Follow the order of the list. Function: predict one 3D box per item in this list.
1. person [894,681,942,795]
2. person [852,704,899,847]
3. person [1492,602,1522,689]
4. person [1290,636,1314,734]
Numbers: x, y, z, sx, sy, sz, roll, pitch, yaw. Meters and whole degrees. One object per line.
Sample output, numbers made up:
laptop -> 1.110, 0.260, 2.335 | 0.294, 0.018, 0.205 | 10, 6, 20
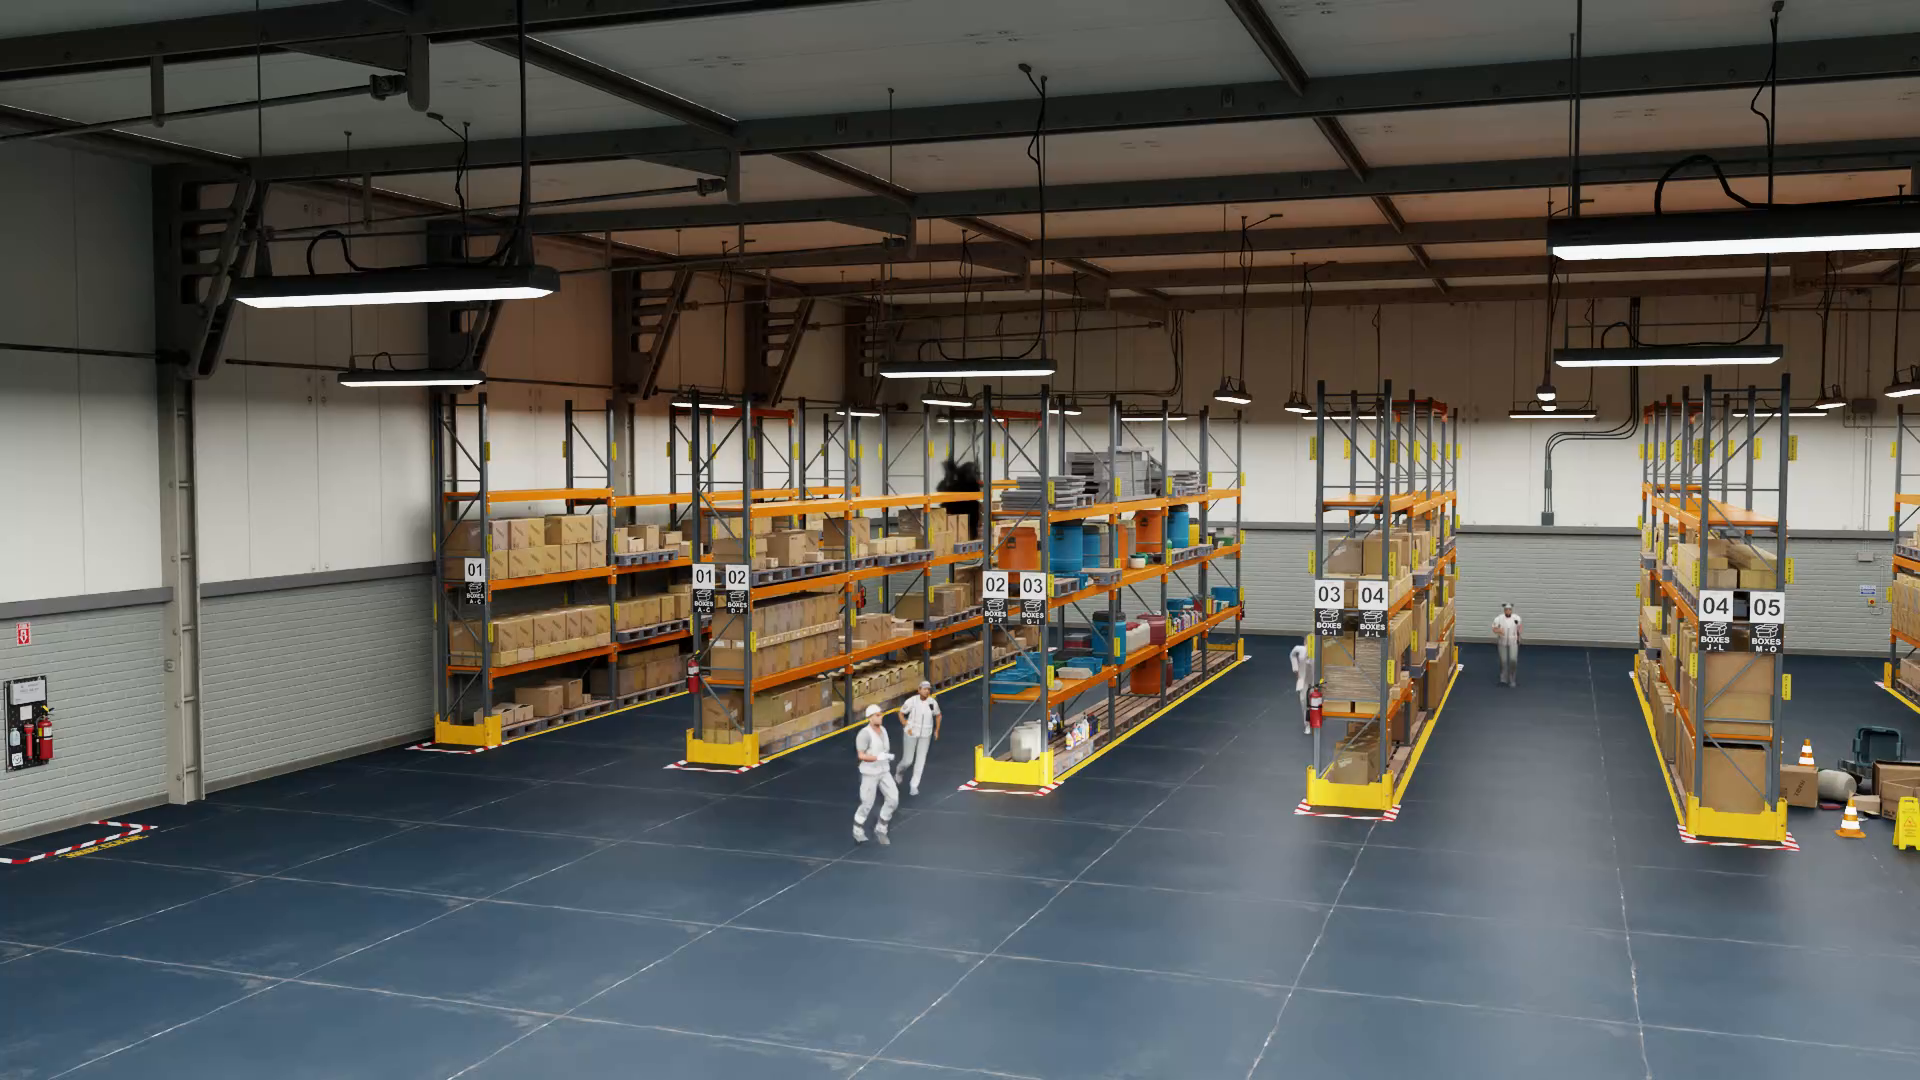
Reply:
person -> -0.595, 2.893, 24.593 | 0.680, 1.646, 0.671 | -1, 3, -15
person -> -1.063, 2.992, 21.016 | 0.748, 1.833, 0.655 | 3, 4, 42
person -> 11.692, 2.223, 35.552 | 0.608, 1.813, 0.909 | 1, 3, 18
person -> 6.305, 2.571, 29.912 | 0.722, 1.788, 1.041 | 1, 3, 21
